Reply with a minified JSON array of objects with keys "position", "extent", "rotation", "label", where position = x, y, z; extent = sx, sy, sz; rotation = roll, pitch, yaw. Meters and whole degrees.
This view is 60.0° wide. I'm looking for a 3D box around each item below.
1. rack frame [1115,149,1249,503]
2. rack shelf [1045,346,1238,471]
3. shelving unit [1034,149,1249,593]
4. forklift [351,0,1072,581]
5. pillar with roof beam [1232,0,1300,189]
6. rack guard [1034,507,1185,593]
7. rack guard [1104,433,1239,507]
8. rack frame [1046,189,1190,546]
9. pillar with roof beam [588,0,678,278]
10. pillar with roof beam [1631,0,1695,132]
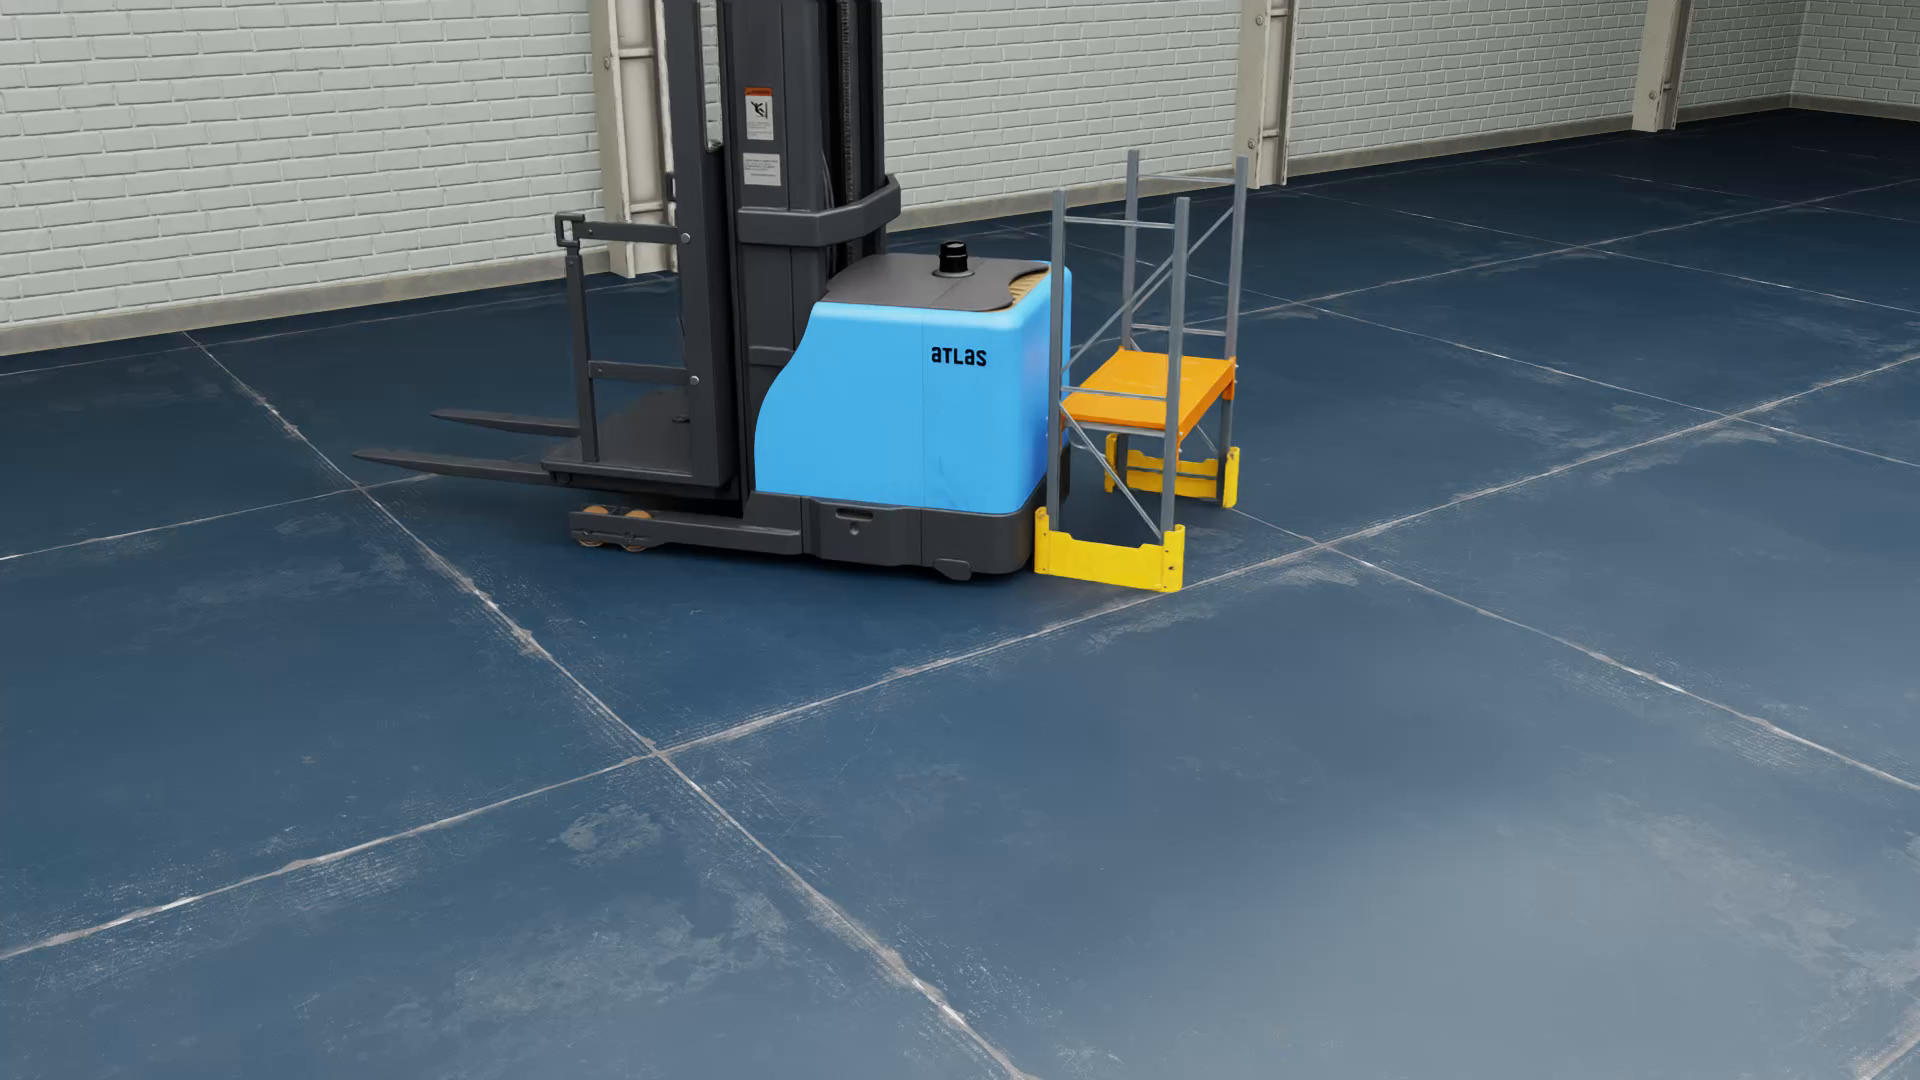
[{"position":[0.936,-0.896,7.118],"extent":[0.500,1.500,0.032],"rotation":[8,23,19],"label":"rack frame"},{"position":[0.756,-0.553,6.744],"extent":[0.538,0.185,1.000],"rotation":[8,23,19],"label":"rack shelf"},{"position":[0.752,-0.717,6.669],"extent":[0.587,1.500,1.083],"rotation":[8,23,19],"label":"shelving unit"},{"position":[-1.100,-1.493,6.682],"extent":[3.031,2.935,1.130],"rotation":[6,23,15],"label":"forklift"},{"position":[5.183,-6.063,9.948],"extent":[0.400,9.000,9.100],"rotation":[-15,26,-33],"label":"pillar with roof beam"},{"position":[0.575,0.036,6.468],"extent":[0.587,0.250,0.087],"rotation":[8,23,19],"label":"rack guard"},{"position":[0.929,-0.309,7.333],"extent":[0.587,0.250,0.087],"rotation":[8,23,19],"label":"rack guard"},{"position":[0.575,-0.544,6.236],"extent":[0.500,1.500,0.032],"rotation":[8,23,19],"label":"rack frame"},{"position":[0.312,-4.764,6.693],"extent":[0.400,9.000,9.100],"rotation":[-15,26,-33],"label":"pillar with roof beam"},{"position":[10.053,-7.361,13.202],"extent":[0.400,9.000,9.100],"rotation":[-15,26,-33],"label":"pillar with roof beam"}]
